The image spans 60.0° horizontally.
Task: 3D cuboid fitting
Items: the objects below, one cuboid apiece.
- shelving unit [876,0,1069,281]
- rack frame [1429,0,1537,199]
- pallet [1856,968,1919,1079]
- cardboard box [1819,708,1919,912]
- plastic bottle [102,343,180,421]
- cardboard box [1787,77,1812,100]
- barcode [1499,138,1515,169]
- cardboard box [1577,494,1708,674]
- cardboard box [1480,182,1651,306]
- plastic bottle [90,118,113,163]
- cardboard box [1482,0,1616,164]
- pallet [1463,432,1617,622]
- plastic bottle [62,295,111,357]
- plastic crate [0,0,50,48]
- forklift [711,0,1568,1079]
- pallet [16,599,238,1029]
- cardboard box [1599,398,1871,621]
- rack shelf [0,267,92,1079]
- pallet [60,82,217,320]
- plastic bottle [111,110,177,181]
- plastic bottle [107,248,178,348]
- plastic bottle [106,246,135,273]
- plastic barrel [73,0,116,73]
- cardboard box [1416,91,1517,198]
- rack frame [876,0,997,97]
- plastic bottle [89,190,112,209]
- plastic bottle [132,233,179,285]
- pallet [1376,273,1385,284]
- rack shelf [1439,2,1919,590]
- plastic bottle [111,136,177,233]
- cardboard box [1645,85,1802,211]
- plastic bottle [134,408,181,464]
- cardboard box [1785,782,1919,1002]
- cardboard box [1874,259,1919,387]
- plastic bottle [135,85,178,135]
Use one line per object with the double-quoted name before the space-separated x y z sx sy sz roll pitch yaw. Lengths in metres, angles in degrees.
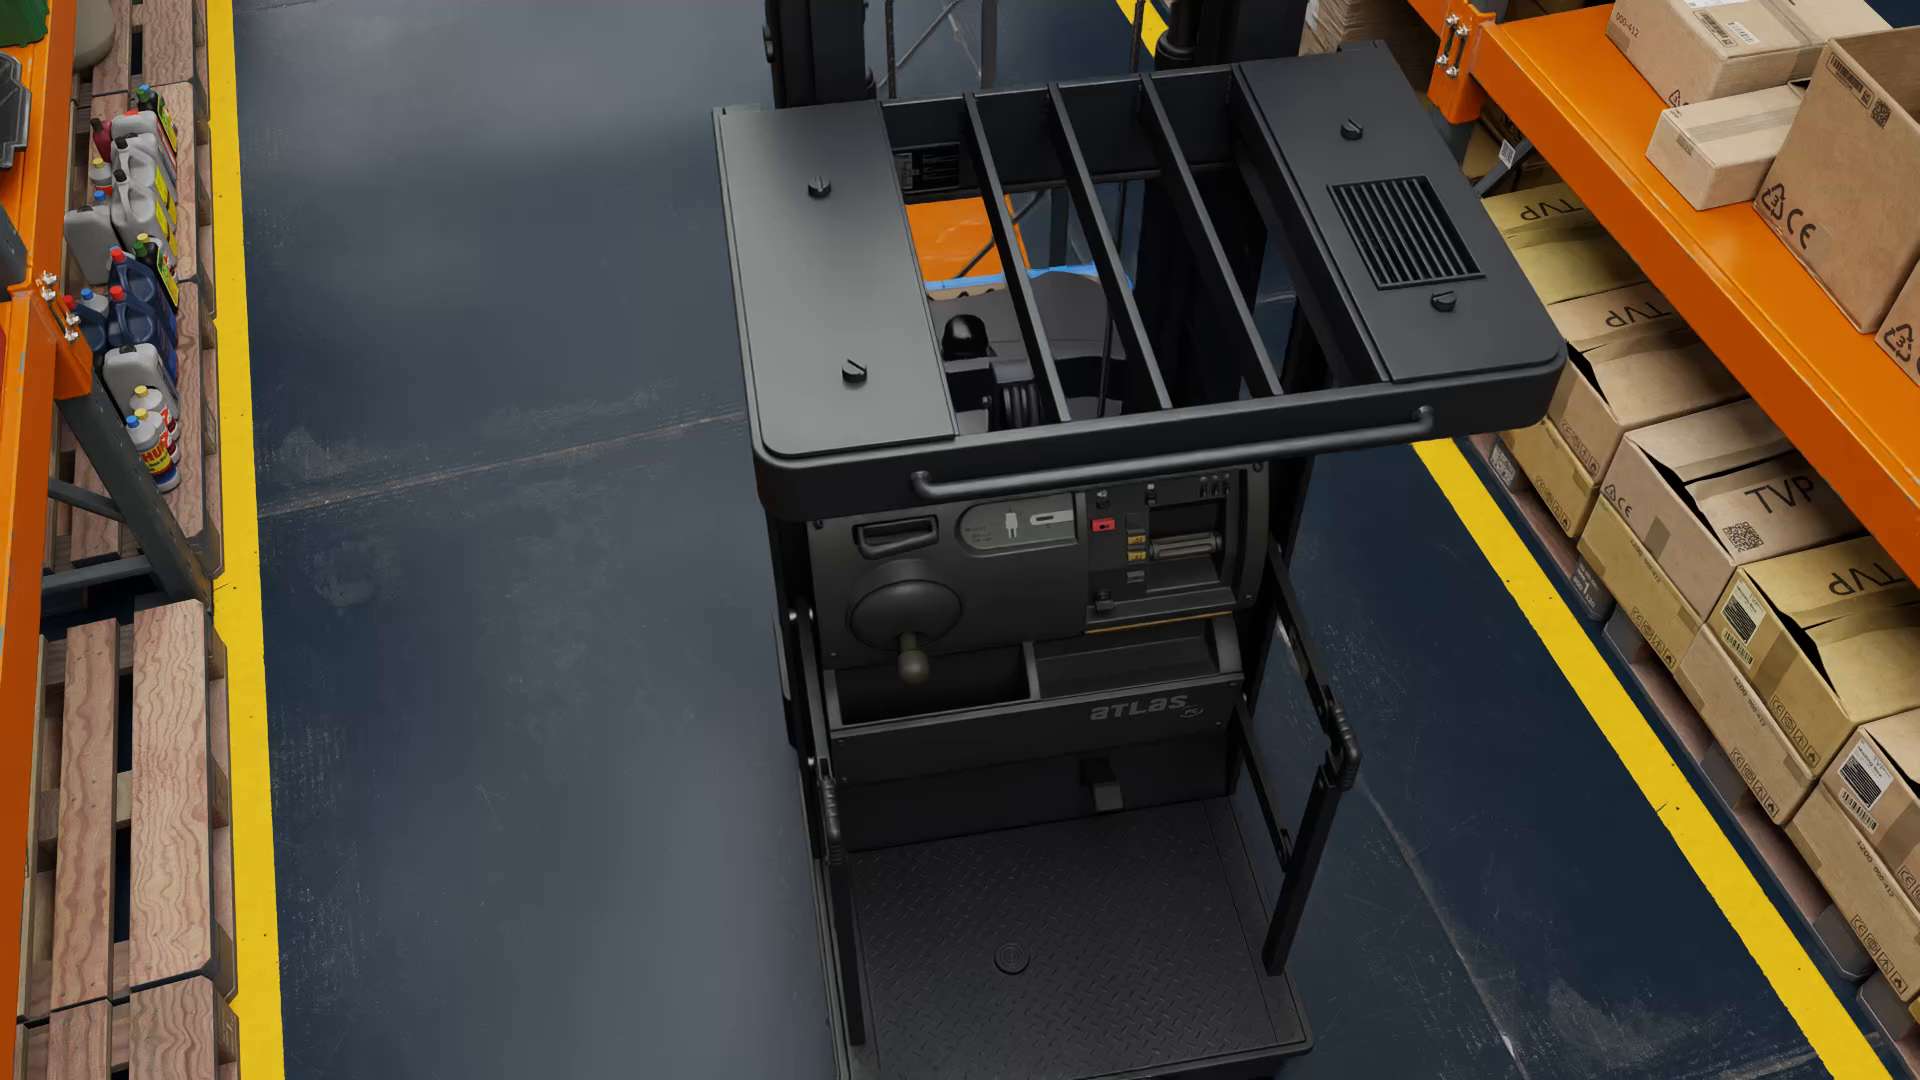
"shelving unit" -0.046 -0.944 5.065 0.587 1.500 1.083 -8 50 -6
"rack frame" 1.962 -1.793 4.799 1.000 3.000 0.127 -13 51 -11
"pallet" 2.938 1.418 3.917 1.003 0.211 1.213 -13 51 -11
"cardboard box" 2.448 0.625 3.918 0.500 0.311 0.500 -14 51 -11
"plastic bottle" -2.569 -0.501 5.204 0.152 0.276 0.135 -12 51 -10
"cardboard box" 2.397 -1.149 4.344 0.396 0.266 0.258 -14 51 -12
"barcode" 1.639 -1.158 4.983 0.001 0.075 0.075 -13 51 -11
"cardboard box" 2.150 0.060 4.761 0.500 0.250 0.500 -15 51 -12
"cardboard box" 1.846 -0.864 5.174 0.500 0.311 0.500 -13 51 -11
"plastic bottle" -3.046 -1.406 5.962 0.061 0.283 0.133 -13 51 -11
"cardboard box" 2.124 -1.693 5.748 0.500 0.500 0.500 -13 51 -11
"pallet" 2.217 -0.365 5.419 1.003 0.211 1.213 -13 51 -11
"plastic bottle" -2.751 -0.614 5.251 0.144 0.351 0.185 -13 51 -11
"plastic crate" -2.903 -1.662 4.828 0.450 0.188 0.662 -13 51 -11
"forklift" 0.203 0.158 3.200 1.130 2.935 3.031 -8 50 -6
"pallet" -2.502 0.788 4.447 1.003 0.211 1.213 -13 51 -11
"cardboard box" 2.143 -0.120 4.546 0.500 0.311 0.500 -15 51 -12
"rack shelf" -2.180 1.017 2.901 1.077 0.370 4.000 -13 51 -11
"pallet" -3.295 -1.169 6.098 1.003 0.211 1.213 -13 51 -11
"plastic bottle" -2.944 -1.428 5.986 0.152 0.276 0.135 -13 51 -11
"plastic bottle" -2.669 -0.785 5.394 0.144 0.351 0.185 -15 52 -13
"plastic bottle" -2.749 -0.858 5.508 0.097 0.271 0.097 0 50 0
"plastic barrel" -3.538 -2.101 6.412 0.421 0.512 0.421 0 50 0
"cardboard box" 1.616 -1.331 5.934 0.500 0.250 0.500 -13 51 -11
"rack frame" -0.135 -1.334 5.393 0.500 1.500 0.032 -8 50 -6
"plastic bottle" -2.953 -1.123 5.778 0.097 0.201 0.097 0 50 0
"plastic bottle" -2.731 -0.948 5.630 0.097 0.201 0.097 0 50 0
"pallet" 1.766 -1.484 6.363 1.003 0.211 1.213 -13 51 -11
"rack shelf" 2.553 -0.100 3.843 1.077 0.370 4.000 -13 51 -11
"plastic bottle" -2.850 -1.231 5.771 0.144 0.351 0.185 -11 51 -9
"cardboard box" 2.028 -1.018 4.311 0.380 0.149 0.250 -13 51 -11
"plastic bottle" -2.477 -0.321 5.101 0.097 0.201 0.097 0 50 0
"cardboard box" 2.454 0.807 4.131 0.500 0.250 0.500 -12 51 -10
"cardboard box" 2.477 -0.510 3.652 0.500 0.500 0.500 -13 51 -11
"plastic bottle" -2.992 -1.594 6.175 0.097 0.201 0.097 0 50 0
